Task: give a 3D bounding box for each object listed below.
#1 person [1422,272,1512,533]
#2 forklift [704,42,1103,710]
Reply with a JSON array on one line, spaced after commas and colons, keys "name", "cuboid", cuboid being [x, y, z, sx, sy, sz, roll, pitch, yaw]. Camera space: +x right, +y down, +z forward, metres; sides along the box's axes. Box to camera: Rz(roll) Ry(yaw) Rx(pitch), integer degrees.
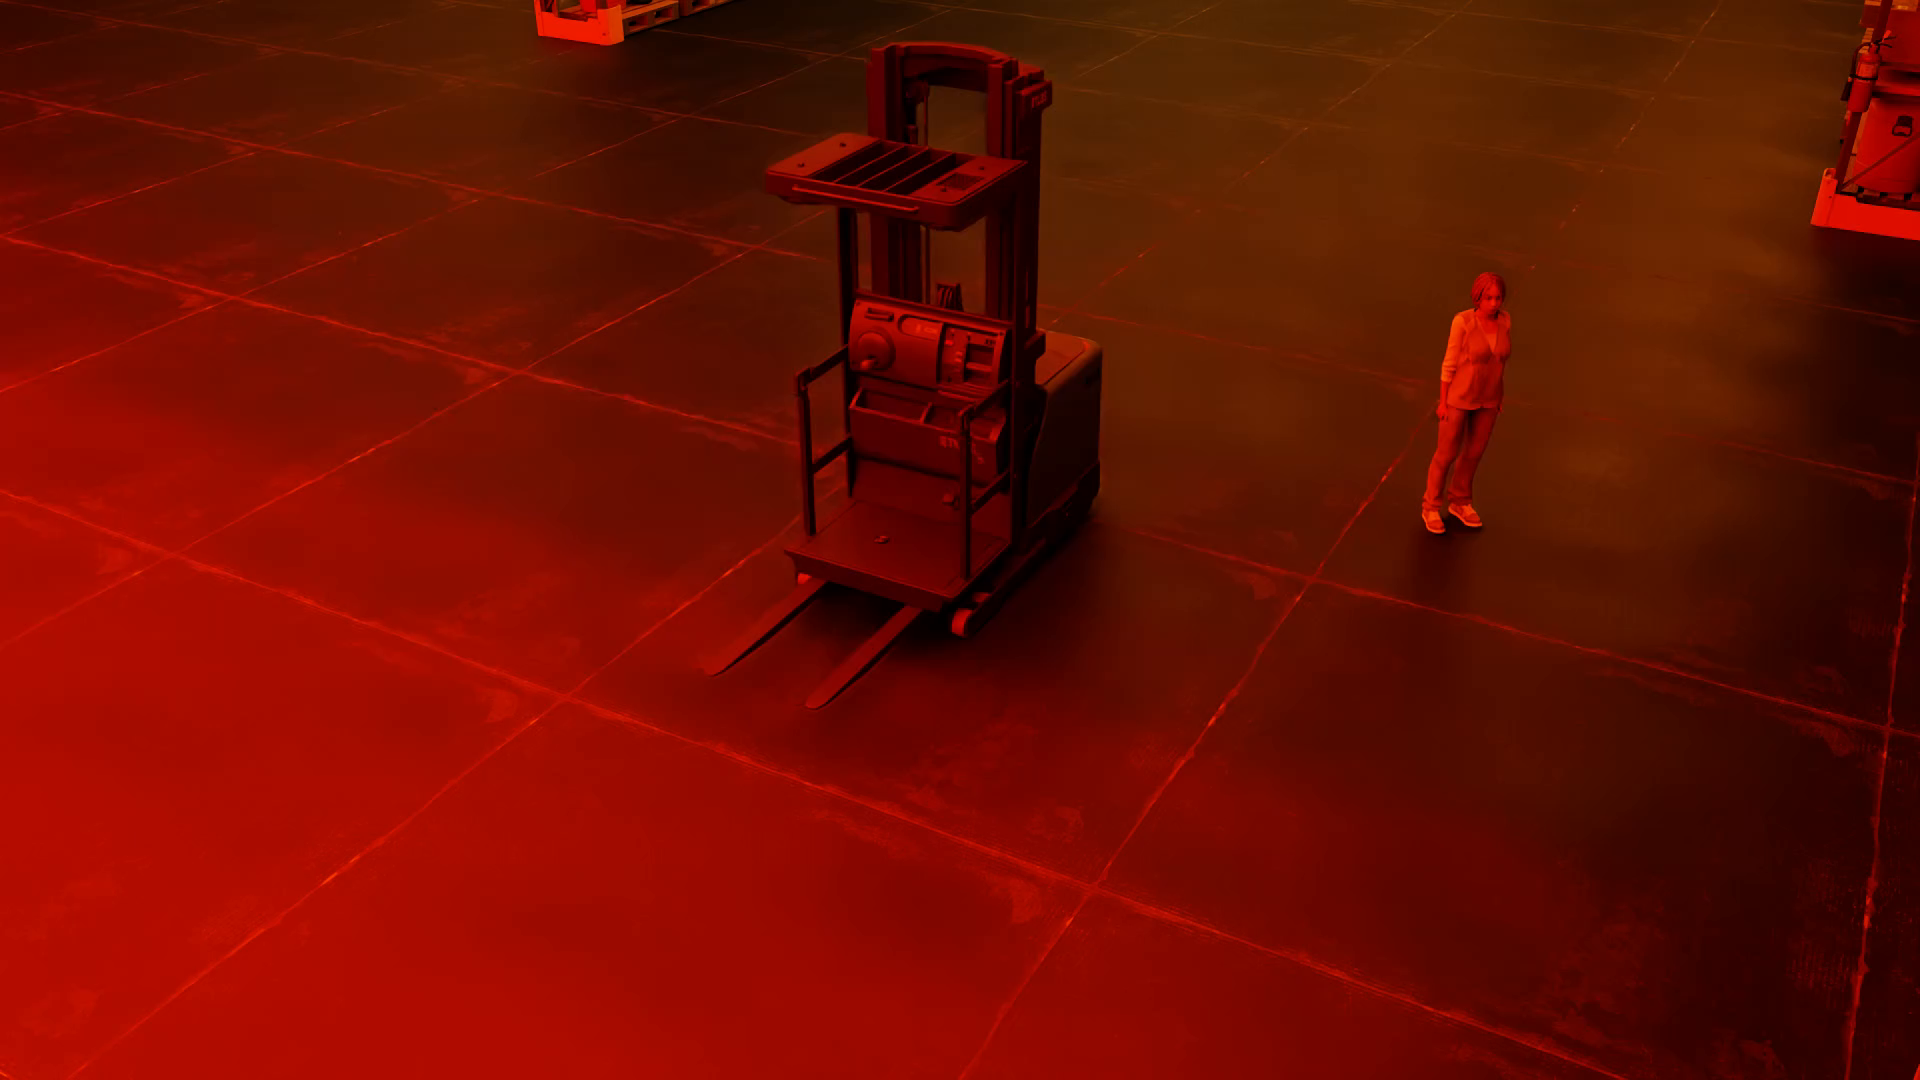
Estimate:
[{"name": "person", "cuboid": [3.015, -0.810, 9.807, 0.418, 1.603, 0.317, -7, 31, -12]}, {"name": "forklift", "cuboid": [-0.281, -0.992, 8.790, 1.130, 2.935, 3.031, 15, 33, 24]}]
